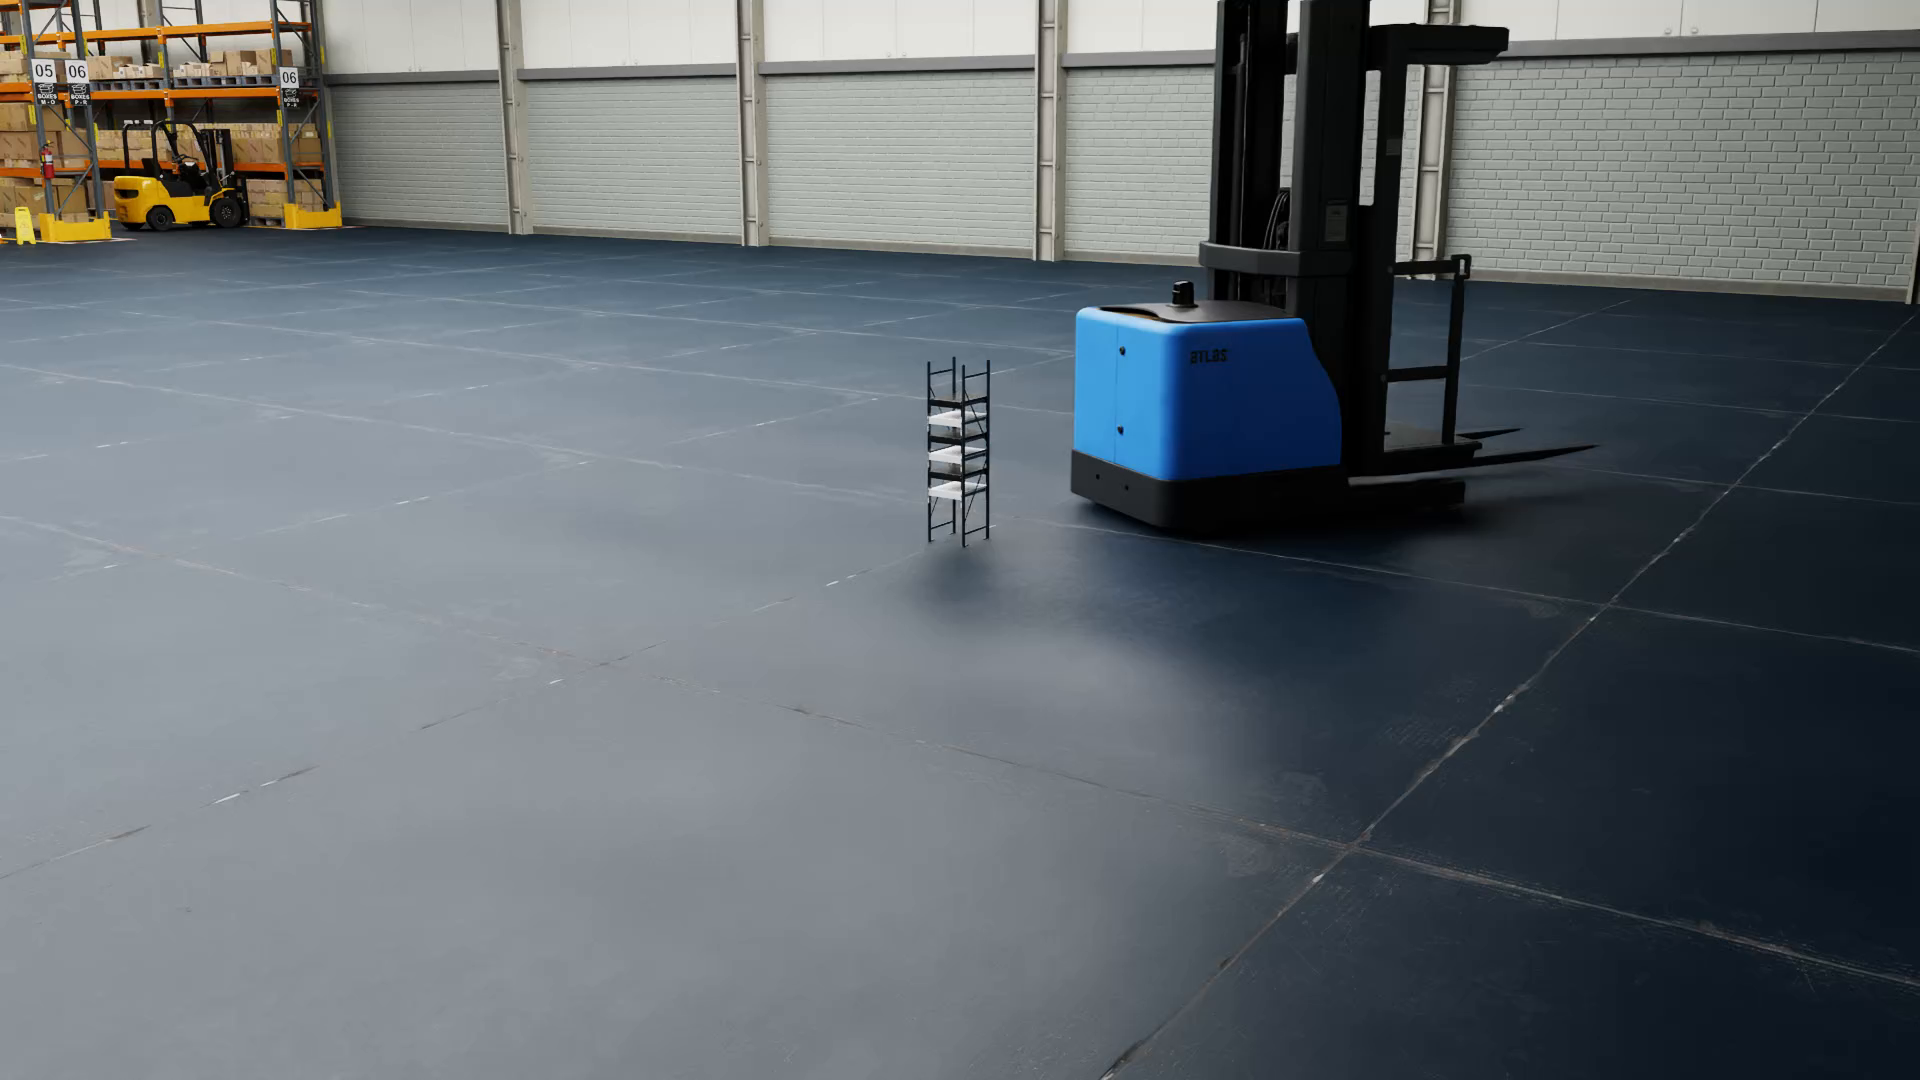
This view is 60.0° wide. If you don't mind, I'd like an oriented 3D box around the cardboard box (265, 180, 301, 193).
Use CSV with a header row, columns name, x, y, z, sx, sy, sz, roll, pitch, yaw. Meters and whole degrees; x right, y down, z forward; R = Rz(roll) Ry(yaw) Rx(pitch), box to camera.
name,x,y,z,sx,sy,sz,roll,pitch,yaw
cardboard box,-14.031,-7.333,34.470,0.500,0.250,0.500,10,17,35

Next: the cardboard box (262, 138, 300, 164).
name,x,y,z,sx,sy,sz,roll,pitch,yaw
cardboard box,-14.030,-8.041,34.355,0.500,0.500,0.500,9,16,32

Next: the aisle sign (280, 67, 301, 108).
name,x,y,z,sx,sy,sz,roll,pitch,yaw
aisle sign,-13.585,-9.173,33.728,0.004,0.787,0.394,9,17,33

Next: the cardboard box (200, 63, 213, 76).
name,x,y,z,sx,sy,sz,roll,pitch,yaw
cardboard box,-15.732,-9.899,35.024,0.258,0.266,0.396,9,16,31

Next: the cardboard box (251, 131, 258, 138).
name,x,y,z,sx,sy,sz,roll,pitch,yaw
cardboard box,-14.528,-8.444,34.632,0.250,0.149,0.380,9,17,32

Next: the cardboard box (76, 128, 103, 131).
name,x,y,z,sx,sy,sz,roll,pitch,yaw
cardboard box,-20.453,-9.404,38.988,0.500,0.500,0.500,10,17,35

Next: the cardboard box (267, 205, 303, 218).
name,x,y,z,sx,sy,sz,roll,pitch,yaw
cardboard box,-14.041,-6.848,34.592,0.500,0.250,0.500,9,17,33

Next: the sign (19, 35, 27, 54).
name,x,y,z,sx,sy,sz,roll,pitch,yaw
sign,-16.569,-8.766,29.409,0.005,0.325,0.100,9,17,33

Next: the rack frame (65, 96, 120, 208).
name,x,y,z,sx,sy,sz,roll,pitch,yaw
rack frame,-20.113,-9.052,38.646,0.127,3.000,1.000,9,17,33

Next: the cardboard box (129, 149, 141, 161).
name,x,y,z,sx,sy,sz,roll,pitch,yaw
cardboard box,-18.174,-8.597,37.121,0.500,0.250,0.500,9,17,33

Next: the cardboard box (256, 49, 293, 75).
name,x,y,z,sx,sy,sz,roll,pitch,yaw
cardboard box,-13.979,-9.746,33.921,0.500,0.500,0.500,10,17,35

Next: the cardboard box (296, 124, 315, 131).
name,x,y,z,sx,sy,sz,roll,pitch,yaw
cardboard box,-13.635,-8.574,34.540,0.250,0.149,0.380,9,16,32

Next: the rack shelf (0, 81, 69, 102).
name,x,y,z,sx,sy,sz,roll,pitch,yaw
rack shelf,-17.902,-8.364,31.121,4.000,0.370,1.077,9,17,33

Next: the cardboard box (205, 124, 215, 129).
name,x,y,z,sx,sy,sz,roll,pitch,yaw
cardboard box,-15.825,-8.787,35.401,0.250,0.149,0.380,9,16,32

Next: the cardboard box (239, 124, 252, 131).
name,x,y,z,sx,sy,sz,roll,pitch,yaw
cardboard box,-14.787,-8.610,34.686,0.250,0.149,0.380,10,17,34

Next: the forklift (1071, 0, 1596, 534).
name,x,y,z,sx,sy,sz,roll,pitch,yaw
forklift,2.164,-1.670,8.972,3.031,2.935,1.130,-6,15,-24

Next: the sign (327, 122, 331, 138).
name,x,y,z,sx,sy,sz,roll,pitch,yaw
sign,-13.161,-8.547,34.642,0.005,0.325,0.100,9,17,33

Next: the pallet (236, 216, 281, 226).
name,x,y,z,sx,sy,sz,roll,pitch,yaw
pallet,-15.141,-6.883,35.689,1.213,0.211,1.003,9,17,33

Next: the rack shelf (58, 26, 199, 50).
name,x,y,z,sx,sy,sz,roll,pitch,yaw
rack shelf,-18.454,-11.152,36.976,4.000,0.370,1.077,9,17,33

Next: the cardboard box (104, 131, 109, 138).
name,x,y,z,sx,sy,sz,roll,pitch,yaw
cardboard box,-19.114,-9.188,37.641,0.250,0.149,0.380,9,17,33

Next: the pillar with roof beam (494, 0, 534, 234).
name,x,y,z,sx,sy,sz,roll,pitch,yaw
pillar with roof beam,-10.974,-9.501,27.976,0.400,9.000,9.100,9,17,33

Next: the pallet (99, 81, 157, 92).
name,x,y,z,sx,sy,sz,roll,pitch,yaw
pallet,-18.571,-10.193,37.409,1.213,0.211,1.003,10,17,35

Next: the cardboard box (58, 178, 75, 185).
name,x,y,z,sx,sy,sz,roll,pitch,yaw
cardboard box,-20.908,-8.403,39.004,0.250,0.149,0.380,8,16,30

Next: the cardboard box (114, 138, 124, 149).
name,x,y,z,sx,sy,sz,roll,pitch,yaw
cardboard box,-18.605,-8.909,37.340,0.500,0.250,0.500,9,17,34

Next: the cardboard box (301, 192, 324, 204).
name,x,y,z,sx,sy,sz,roll,pitch,yaw
cardboard box,-13.749,-7.195,34.954,0.500,0.250,0.500,10,17,34

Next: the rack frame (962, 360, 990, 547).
name,x,y,z,sx,sy,sz,roll,pitch,yaw
rack frame,0.078,-0.424,8.164,0.006,0.900,0.240,9,17,33

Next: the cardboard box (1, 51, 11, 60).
name,x,y,z,sx,sy,sz,roll,pitch,yaw
cardboard box,-17.102,-8.769,30.125,0.250,0.149,0.380,9,16,32

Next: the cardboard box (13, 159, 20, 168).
name,x,y,z,sx,sy,sz,roll,pitch,yaw
cardboard box,-17.145,-6.925,30.576,0.250,0.149,0.380,9,16,32

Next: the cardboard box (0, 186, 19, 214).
name,x,y,z,sx,sy,sz,roll,pitch,yaw
cardboard box,-17.488,-6.346,31.006,0.500,0.500,0.500,10,17,35

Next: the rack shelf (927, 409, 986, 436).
name,x,y,z,sx,sy,sz,roll,pitch,yaw
rack shelf,-0.007,-0.580,8.184,0.200,0.077,0.258,9,17,33

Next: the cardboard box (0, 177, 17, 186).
name,x,y,z,sx,sy,sz,roll,pitch,yaw
cardboard box,-17.819,-6.698,31.076,0.250,0.149,0.380,10,17,35

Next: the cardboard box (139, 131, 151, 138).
name,x,y,z,sx,sy,sz,roll,pitch,yaw
cardboard box,-17.892,-8.963,36.731,0.250,0.149,0.380,9,16,31

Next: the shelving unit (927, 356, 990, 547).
name,x,y,z,sx,sy,sz,roll,pitch,yaw
shelving unit,-0.007,-0.438,8.219,0.210,0.900,0.258,9,17,33

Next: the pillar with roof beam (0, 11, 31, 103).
name,x,y,z,sx,sy,sz,roll,pitch,yaw
pillar with roof beam,-25.910,-11.915,37.728,0.400,9.000,9.100,9,17,33

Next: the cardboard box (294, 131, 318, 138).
name,x,y,z,sx,sy,sz,roll,pitch,yaw
cardboard box,-13.612,-8.439,34.615,0.250,0.149,0.380,9,16,31

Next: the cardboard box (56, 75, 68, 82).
name,x,y,z,sx,sy,sz,roll,pitch,yaw
cardboard box,-16.336,-8.432,30.423,0.250,0.149,0.380,9,17,33

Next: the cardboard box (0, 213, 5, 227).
name,x,y,z,sx,sy,sz,roll,pitch,yaw
cardboard box,-17.926,-6.053,31.379,0.500,0.250,0.500,8,16,31

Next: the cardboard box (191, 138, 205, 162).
name,x,y,z,sx,sy,sz,roll,pitch,yaw
cardboard box,-16.130,-8.386,35.748,0.500,0.500,0.500,10,17,34

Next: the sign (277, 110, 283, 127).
name,x,y,z,sx,sy,sz,roll,pitch,yaw
sign,-13.790,-8.549,33.715,0.005,0.325,0.100,9,17,33

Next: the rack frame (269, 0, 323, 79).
name,x,y,z,sx,sy,sz,roll,pitch,yaw
rack frame,-13.475,-10.891,33.591,0.127,3.000,1.000,9,17,33

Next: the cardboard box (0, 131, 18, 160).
name,x,y,z,sx,sy,sz,roll,pitch,yaw
cardboard box,-17.259,-7.267,30.611,0.500,0.500,0.500,9,17,33

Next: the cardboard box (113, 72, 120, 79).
name,x,y,z,sx,sy,sz,roll,pitch,yaw
cardboard box,-18.516,-10.292,36.855,0.250,0.149,0.380,9,16,32
